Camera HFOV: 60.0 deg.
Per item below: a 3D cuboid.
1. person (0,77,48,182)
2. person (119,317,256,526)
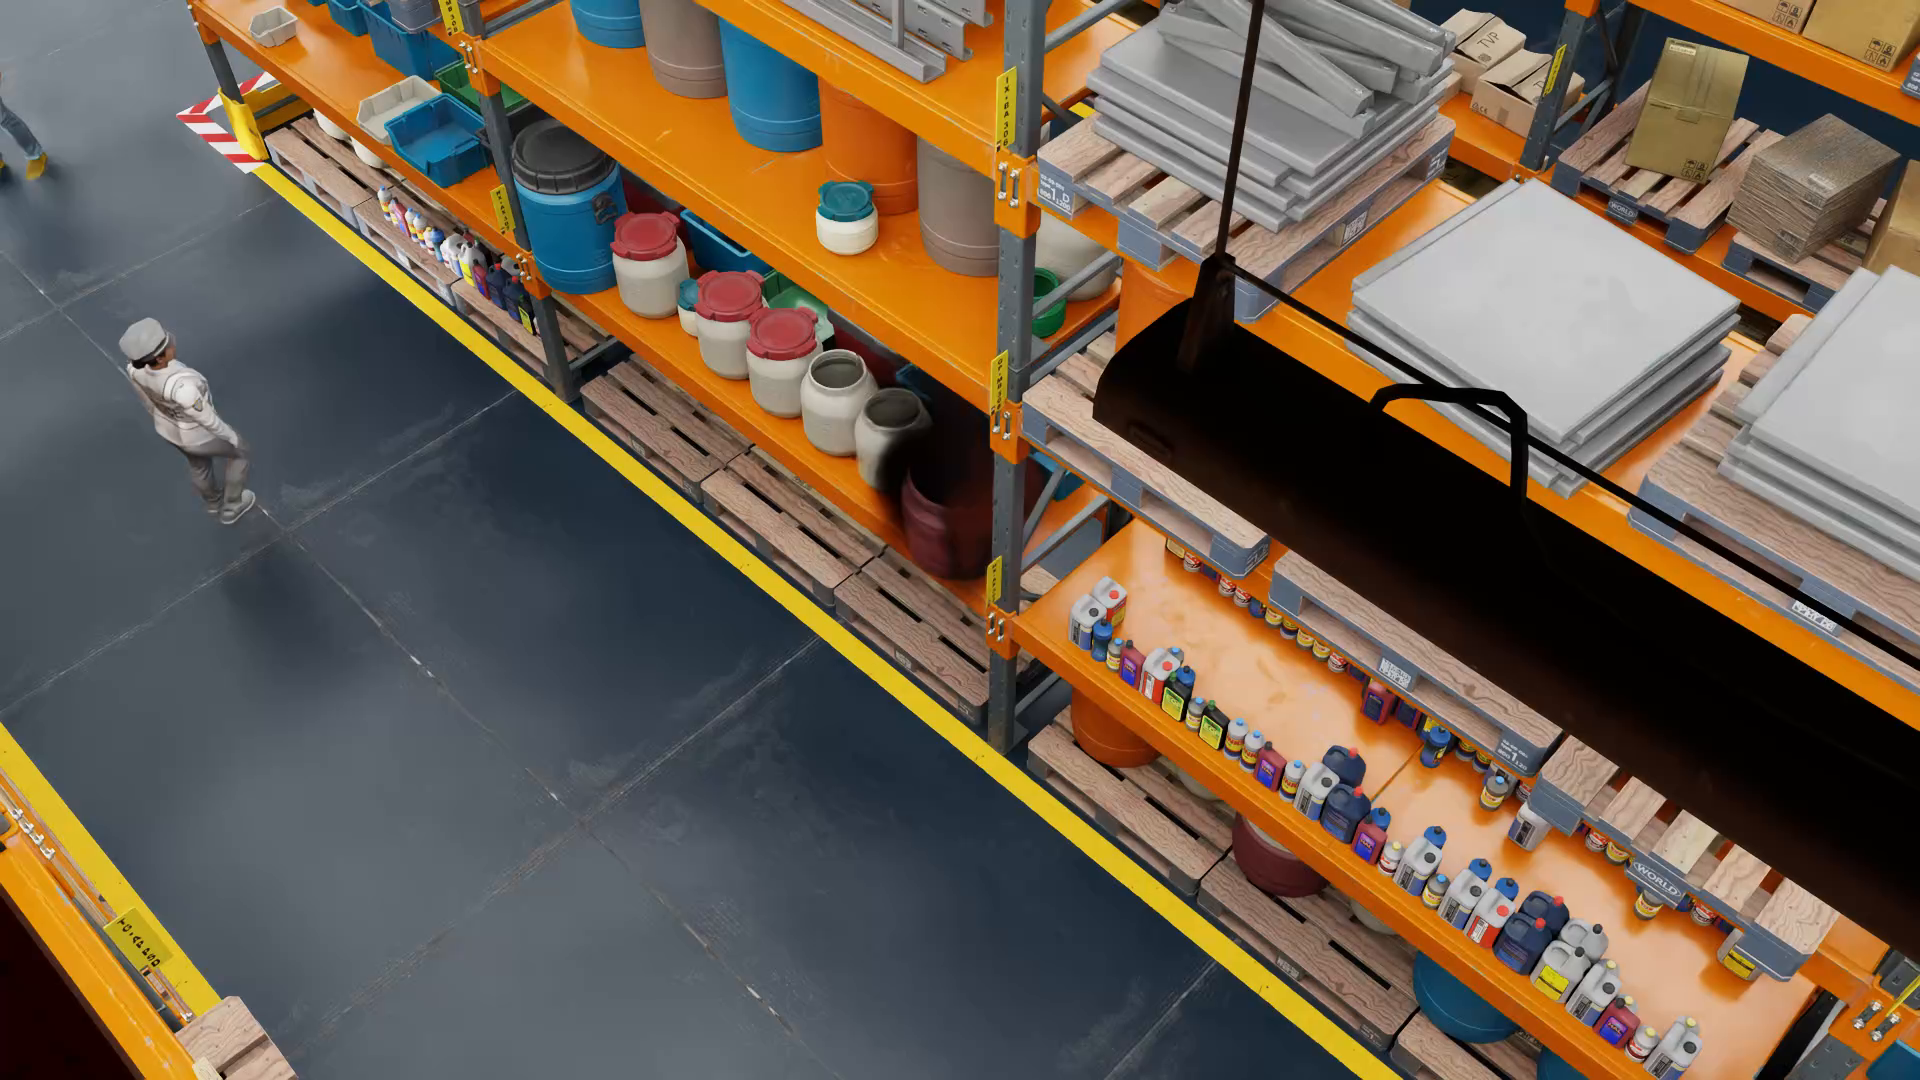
[{"bbox_3d":[-7.330,-3.396,12.111,0.618,1.810,0.413,-3,50,-2],"label":"person"},{"bbox_3d":[-4.418,-0.657,9.628,0.575,1.713,0.420,26,55,20],"label":"person"}]
